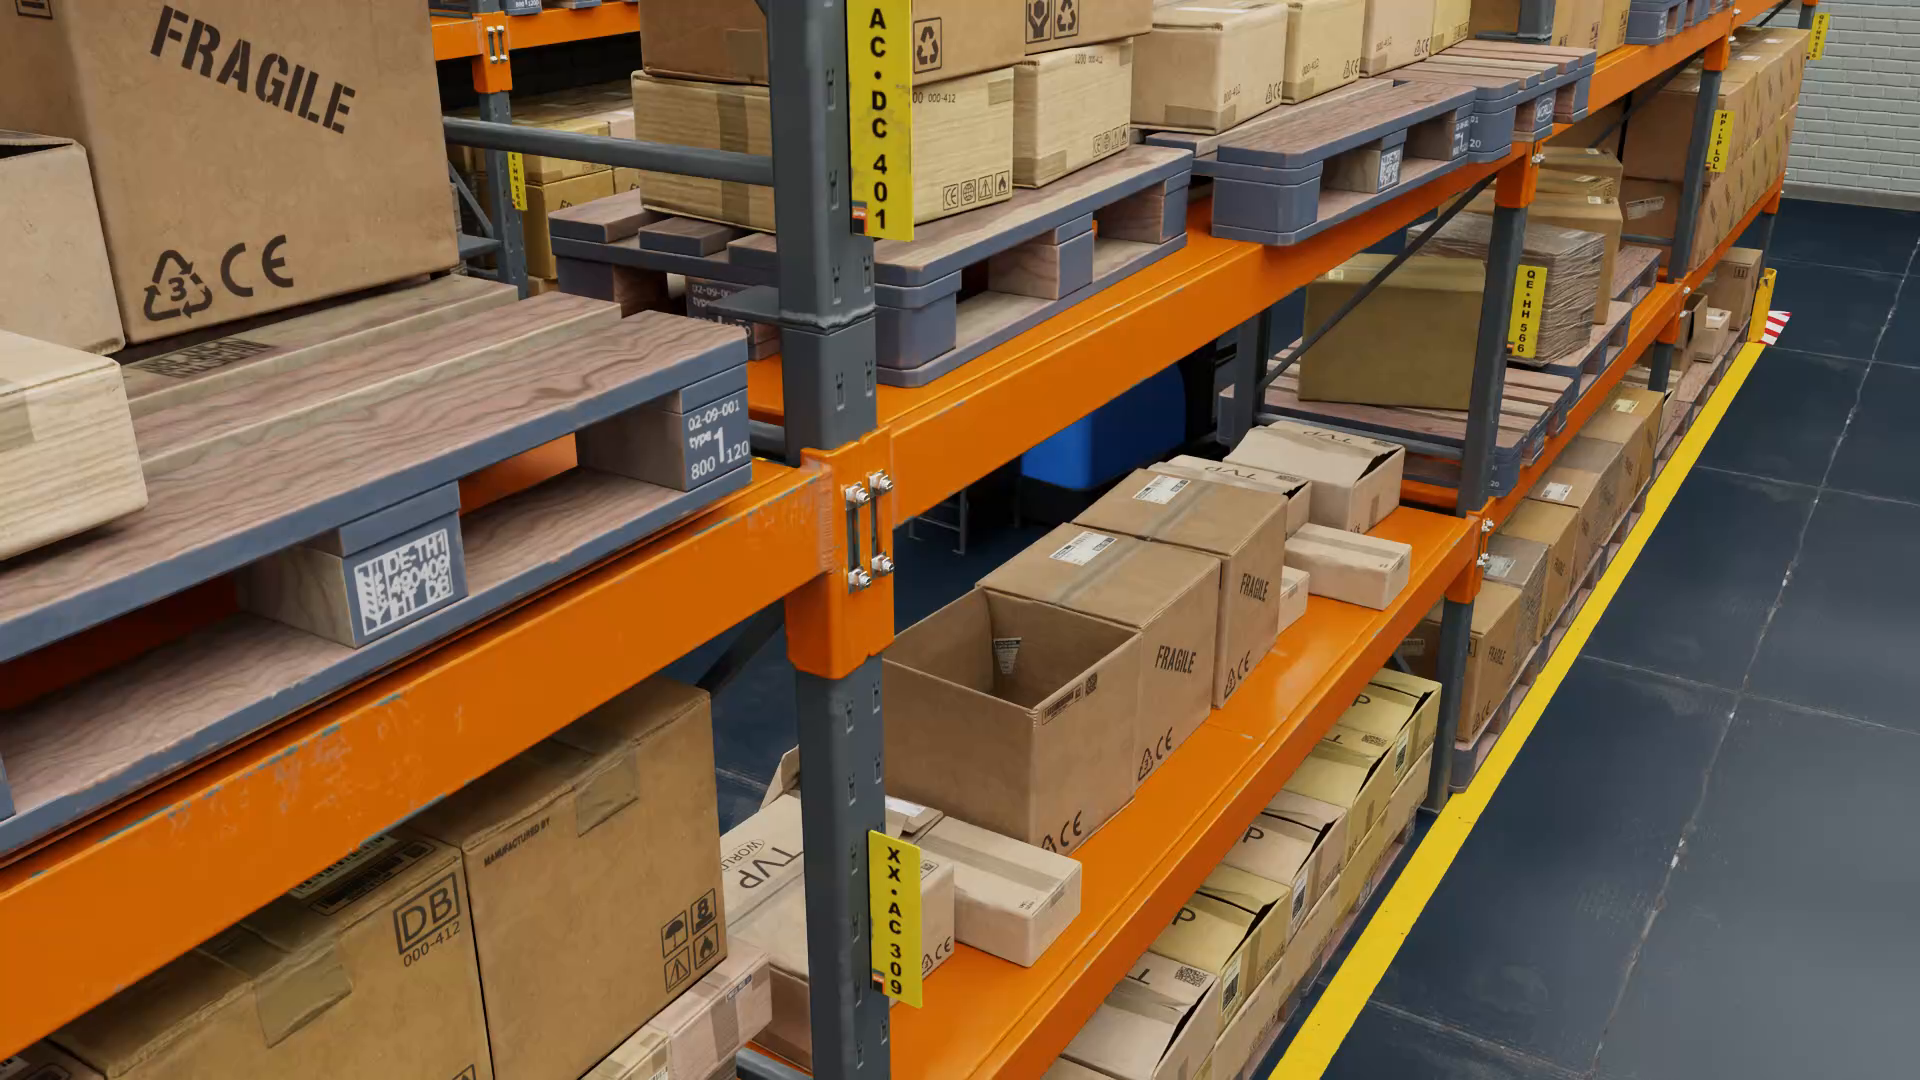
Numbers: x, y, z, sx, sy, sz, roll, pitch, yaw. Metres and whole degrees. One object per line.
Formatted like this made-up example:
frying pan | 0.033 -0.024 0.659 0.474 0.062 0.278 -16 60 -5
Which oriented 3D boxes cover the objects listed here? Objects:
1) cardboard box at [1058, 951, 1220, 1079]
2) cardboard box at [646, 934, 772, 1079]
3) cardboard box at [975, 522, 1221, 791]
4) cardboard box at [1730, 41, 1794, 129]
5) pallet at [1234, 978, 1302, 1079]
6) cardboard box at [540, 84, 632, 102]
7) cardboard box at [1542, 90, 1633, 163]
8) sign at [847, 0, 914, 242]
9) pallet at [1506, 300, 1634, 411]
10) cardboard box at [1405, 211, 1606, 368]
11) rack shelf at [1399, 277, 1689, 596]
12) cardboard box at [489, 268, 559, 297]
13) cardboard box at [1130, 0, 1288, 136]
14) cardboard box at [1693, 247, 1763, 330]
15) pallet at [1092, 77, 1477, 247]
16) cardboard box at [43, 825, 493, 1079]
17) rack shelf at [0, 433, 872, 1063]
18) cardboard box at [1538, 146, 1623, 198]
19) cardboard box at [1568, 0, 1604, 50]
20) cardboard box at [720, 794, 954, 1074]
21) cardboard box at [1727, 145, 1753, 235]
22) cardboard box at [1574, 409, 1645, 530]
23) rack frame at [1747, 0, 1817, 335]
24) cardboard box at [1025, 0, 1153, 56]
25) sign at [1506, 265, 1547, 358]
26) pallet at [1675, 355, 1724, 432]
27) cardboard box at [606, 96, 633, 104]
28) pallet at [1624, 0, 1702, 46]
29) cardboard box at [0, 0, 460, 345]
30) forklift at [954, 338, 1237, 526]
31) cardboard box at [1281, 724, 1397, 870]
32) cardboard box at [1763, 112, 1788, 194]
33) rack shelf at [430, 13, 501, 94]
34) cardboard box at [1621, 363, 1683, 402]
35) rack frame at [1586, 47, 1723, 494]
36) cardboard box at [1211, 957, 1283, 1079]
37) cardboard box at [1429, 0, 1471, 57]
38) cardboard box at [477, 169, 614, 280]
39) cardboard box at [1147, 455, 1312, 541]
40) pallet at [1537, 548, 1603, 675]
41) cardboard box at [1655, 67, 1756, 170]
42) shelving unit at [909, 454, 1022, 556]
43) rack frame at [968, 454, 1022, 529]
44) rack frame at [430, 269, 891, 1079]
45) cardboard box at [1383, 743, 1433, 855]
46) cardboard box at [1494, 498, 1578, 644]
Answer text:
cardboard box | 0.390 1.341 4.603 0.500 0.311 0.500 13 27 27
cardboard box | -0.542 0.752 2.794 0.380 0.149 0.250 14 27 29
cardboard box | 0.381 0.311 4.630 0.500 0.500 0.500 14 27 29
cardboard box | 5.213 -3.041 11.114 0.500 0.500 0.500 15 27 30
pallet | 0.418 1.569 5.360 1.003 0.211 1.213 14 27 29
cardboard box | -2.112 -2.517 9.819 0.500 0.250 0.500 13 27 28
cardboard box | 3.686 -2.470 9.796 0.500 0.500 0.500 14 27 29
sign | -0.108 -0.575 2.276 0.100 0.325 0.005 14 27 29
pallet | 2.551 -0.960 7.933 1.003 0.211 1.213 14 27 29
cardboard box | 2.411 -1.134 7.440 0.700 0.500 0.500 20 31 39
rack shelf | 2.584 -0.736 8.079 1.077 0.370 4.000 14 27 29
cardboard box | -2.311 -1.384 8.962 0.380 0.149 0.250 13 27 28
cardboard box | 0.480 -1.174 4.070 0.500 0.250 0.500 11 26 25
cardboard box | 5.672 -1.910 12.480 0.500 0.500 0.500 14 27 29
pallet | 0.660 -1.055 4.373 1.003 0.211 1.213 15 28 31
cardboard box | -1.075 0.640 2.237 0.700 0.500 0.500 14 27 29
rack shelf | -1.635 0.588 1.246 1.077 0.370 4.000 14 27 29
cardboard box | 3.200 -1.866 9.131 0.700 0.500 0.500 5 24 11
cardboard box | 2.000 -2.140 6.515 0.910 0.500 0.500 14 27 29
cardboard box | -0.358 0.853 3.693 0.500 0.250 0.500 16 28 32
cardboard box | 4.673 -2.243 10.531 0.500 0.500 0.500 14 27 29
cardboard box | 3.355 -0.404 9.000 0.500 0.500 0.500 14 27 29
rack frame | 5.749 -3.091 12.614 1.000 3.000 0.127 14 27 29
cardboard box | 0.059 -1.282 3.377 0.500 0.500 0.500 17 29 34
sign | 2.003 -0.807 5.881 0.100 0.325 0.005 14 27 29
pallet | 4.645 -1.106 11.539 1.003 0.211 1.213 14 27 29
cardboard box | -1.679 -2.414 9.580 0.500 0.250 0.500 14 27 29
pallet | 2.691 -2.475 7.652 1.213 0.211 1.003 14 27 29
cardboard box | -1.070 -0.605 2.266 0.500 0.500 0.500 16 28 33
forklift | 1.213 -1.912 9.978 1.130 2.935 3.031 18 29 35
cardboard box | 1.194 0.826 5.792 0.500 0.311 0.500 13 27 28
cardboard box | 5.474 -2.753 11.707 0.500 0.500 0.500 14 27 29
rack shelf | -3.736 -1.799 6.760 1.077 0.370 4.000 14 27 29
cardboard box | 4.492 -1.033 10.873 0.380 0.166 0.250 14 27 29
rack frame | 3.639 -1.741 9.495 1.000 3.000 0.127 14 27 29
cardboard box | 0.654 1.425 5.115 0.500 0.250 0.500 14 27 30
cardboard box | 1.338 -1.726 5.346 0.500 0.250 0.500 12 26 25
cardboard box | -2.207 -1.729 8.944 0.500 0.500 0.500 15 27 30
cardboard box | 0.893 -0.088 5.791 0.500 0.311 0.500 14 27 28
pallet | 2.600 0.235 8.442 1.003 0.211 1.213 14 27 29
cardboard box | 4.399 -2.520 9.910 0.500 0.500 0.500 13 27 27
shelving unit | 0.028 -1.002 8.922 0.431 2.100 0.503 18 29 35
rack frame | 0.181 -1.078 9.096 0.400 2.100 0.015 18 29 35
rack frame | -0.580 0.959 3.258 1.000 3.000 0.127 14 27 29
cardboard box | 1.459 0.907 6.311 0.500 0.250 0.500 15 27 30
cardboard box | 2.553 0.115 7.802 0.500 0.500 0.500 13 27 28
